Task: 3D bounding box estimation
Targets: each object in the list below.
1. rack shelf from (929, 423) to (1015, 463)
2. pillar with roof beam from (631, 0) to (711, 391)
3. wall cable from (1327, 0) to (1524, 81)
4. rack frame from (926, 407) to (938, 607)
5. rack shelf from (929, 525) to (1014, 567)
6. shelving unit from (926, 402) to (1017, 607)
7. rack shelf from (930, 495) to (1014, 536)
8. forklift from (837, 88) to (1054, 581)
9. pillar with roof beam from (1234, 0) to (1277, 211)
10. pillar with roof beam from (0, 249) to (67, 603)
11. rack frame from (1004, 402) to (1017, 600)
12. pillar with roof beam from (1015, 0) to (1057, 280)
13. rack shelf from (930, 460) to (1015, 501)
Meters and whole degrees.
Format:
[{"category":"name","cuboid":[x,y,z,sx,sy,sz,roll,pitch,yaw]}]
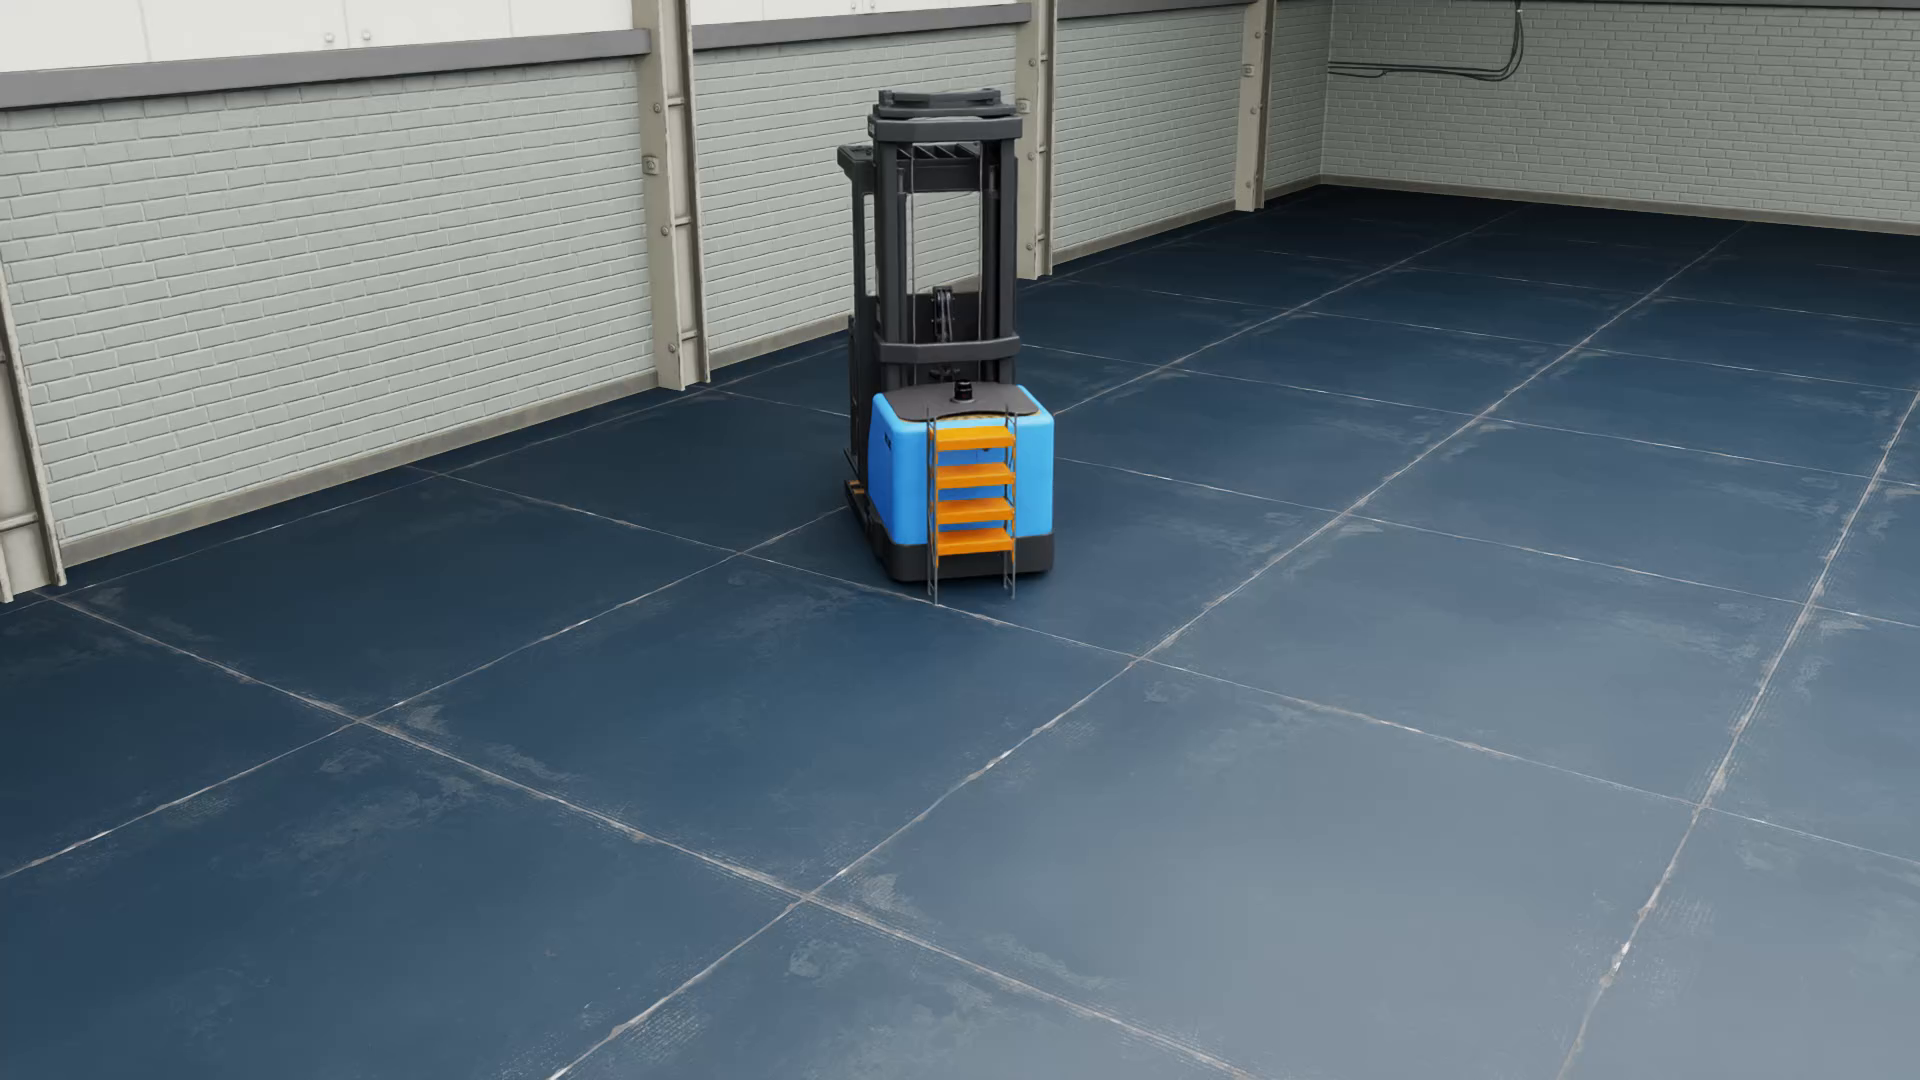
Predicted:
[{"category":"rack shelf","cuboid":[0.068,-0.581,9.974,0.480,0.148,0.258,-4,21,-11]},{"category":"pillar with roof beam","cuboid":[1.050,-4.801,11.272,9.100,9.000,0.400,13,24,32]},{"category":"wall cable","cuboid":[6.985,-8.214,24.976,3.097,2.526,0.112,13,24,32]},{"category":"rack frame","cuboid":[-0.170,-0.195,10.063,0.015,1.200,0.240,-4,21,-11]},{"category":"rack shelf","cuboid":[0.068,0.036,10.203,0.480,0.148,0.258,-4,21,-11]},{"category":"shelving unit","cuboid":[0.068,-0.213,10.111,0.503,1.200,0.258,-4,21,-11]},{"category":"rack shelf","cuboid":[0.068,-0.150,10.134,0.480,0.148,0.258,-4,21,-11]},{"category":"forklift","cuboid":[-0.215,-1.594,11.349,1.130,2.935,3.031,-4,21,-11]},{"category":"pillar with roof beam","cuboid":[7.795,-8.244,20.580,9.100,9.000,0.400,13,24,32]},{"category":"pillar with roof beam","cuboid":[-2.323,-3.079,6.618,9.100,9.000,0.400,13,24,32]},{"category":"rack frame","cuboid":[0.307,-0.231,10.159,0.015,1.200,0.240,-4,21,-11]},{"category":"pillar with roof beam","cuboid":[4.422,-6.522,15.926,9.100,9.000,0.400,13,24,32]},{"category":"rack shelf","cuboid":[0.068,-0.360,10.057,0.480,0.148,0.258,-4,21,-11]}]
